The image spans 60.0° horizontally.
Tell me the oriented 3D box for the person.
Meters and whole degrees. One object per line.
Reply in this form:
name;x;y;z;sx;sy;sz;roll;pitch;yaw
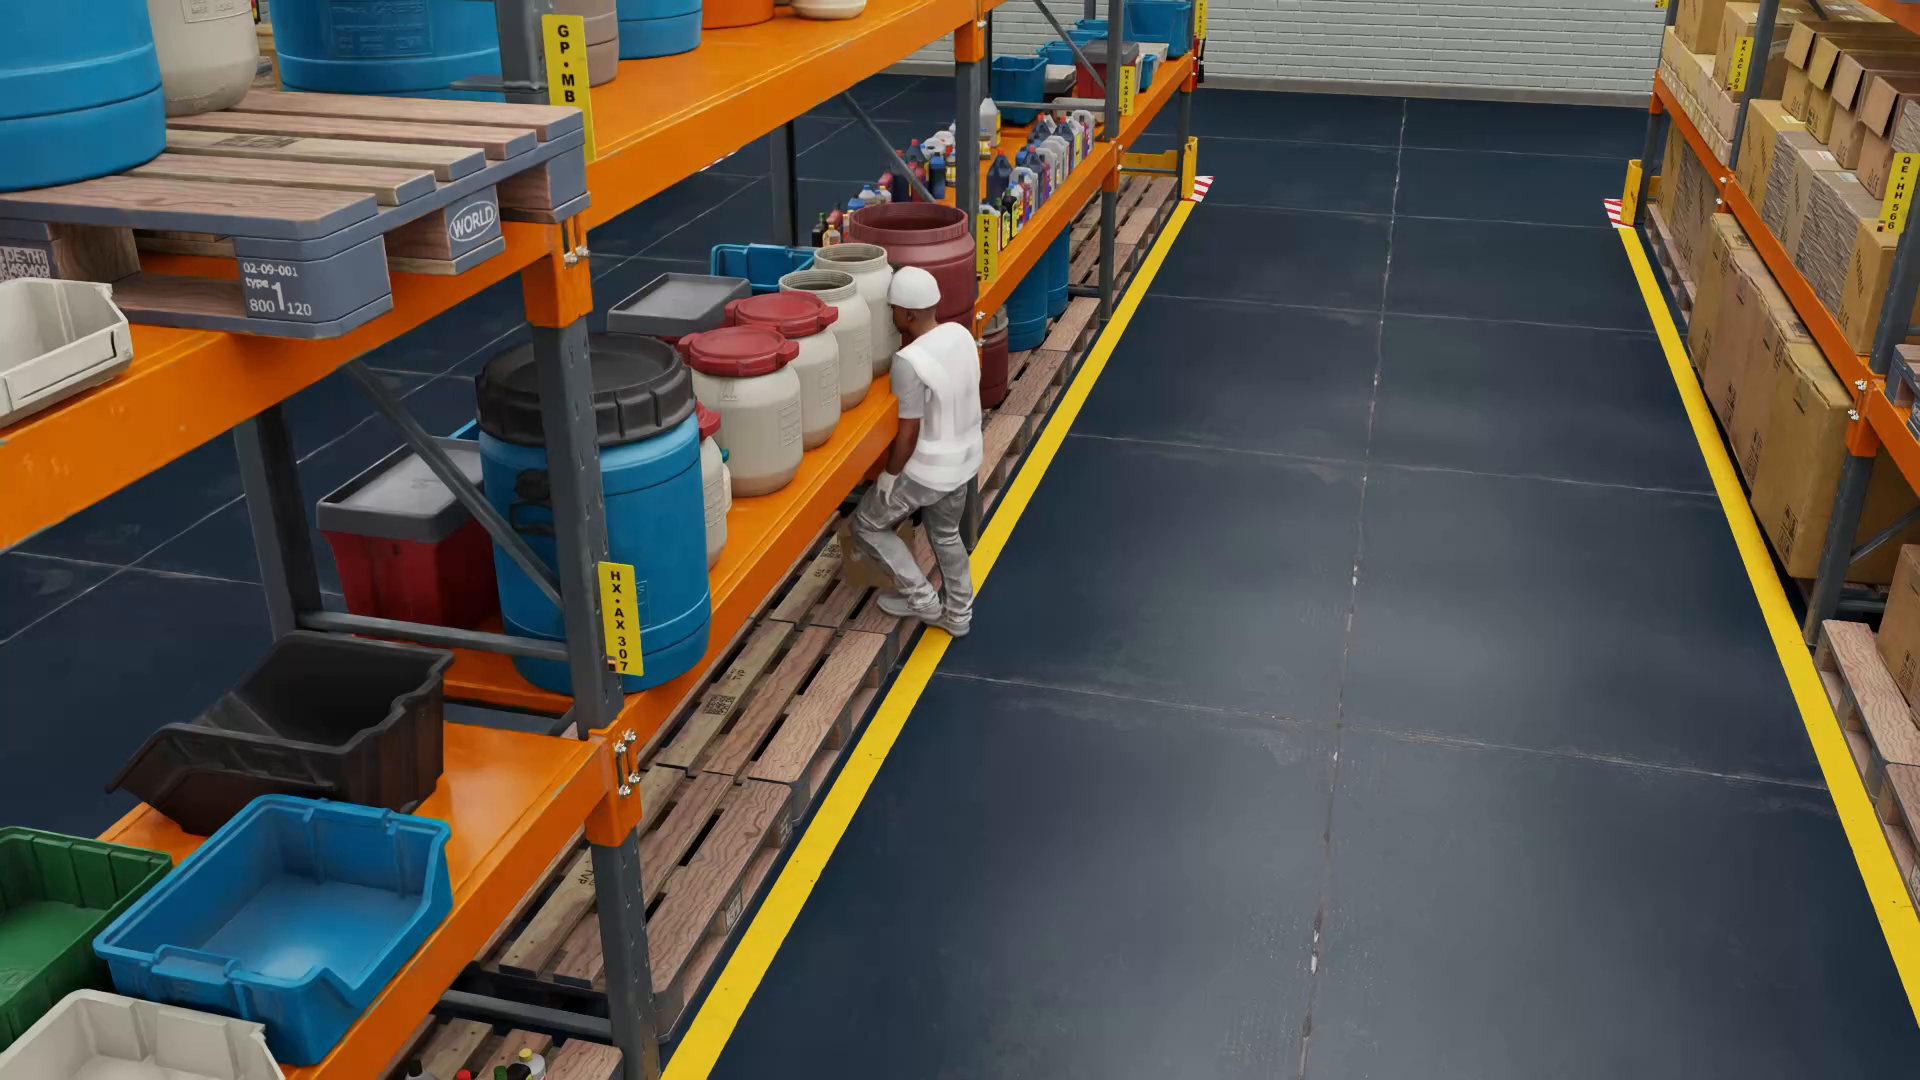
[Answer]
person;-0.177;-0.333;7.302;0.520;1.777;0.581;14;28;27
